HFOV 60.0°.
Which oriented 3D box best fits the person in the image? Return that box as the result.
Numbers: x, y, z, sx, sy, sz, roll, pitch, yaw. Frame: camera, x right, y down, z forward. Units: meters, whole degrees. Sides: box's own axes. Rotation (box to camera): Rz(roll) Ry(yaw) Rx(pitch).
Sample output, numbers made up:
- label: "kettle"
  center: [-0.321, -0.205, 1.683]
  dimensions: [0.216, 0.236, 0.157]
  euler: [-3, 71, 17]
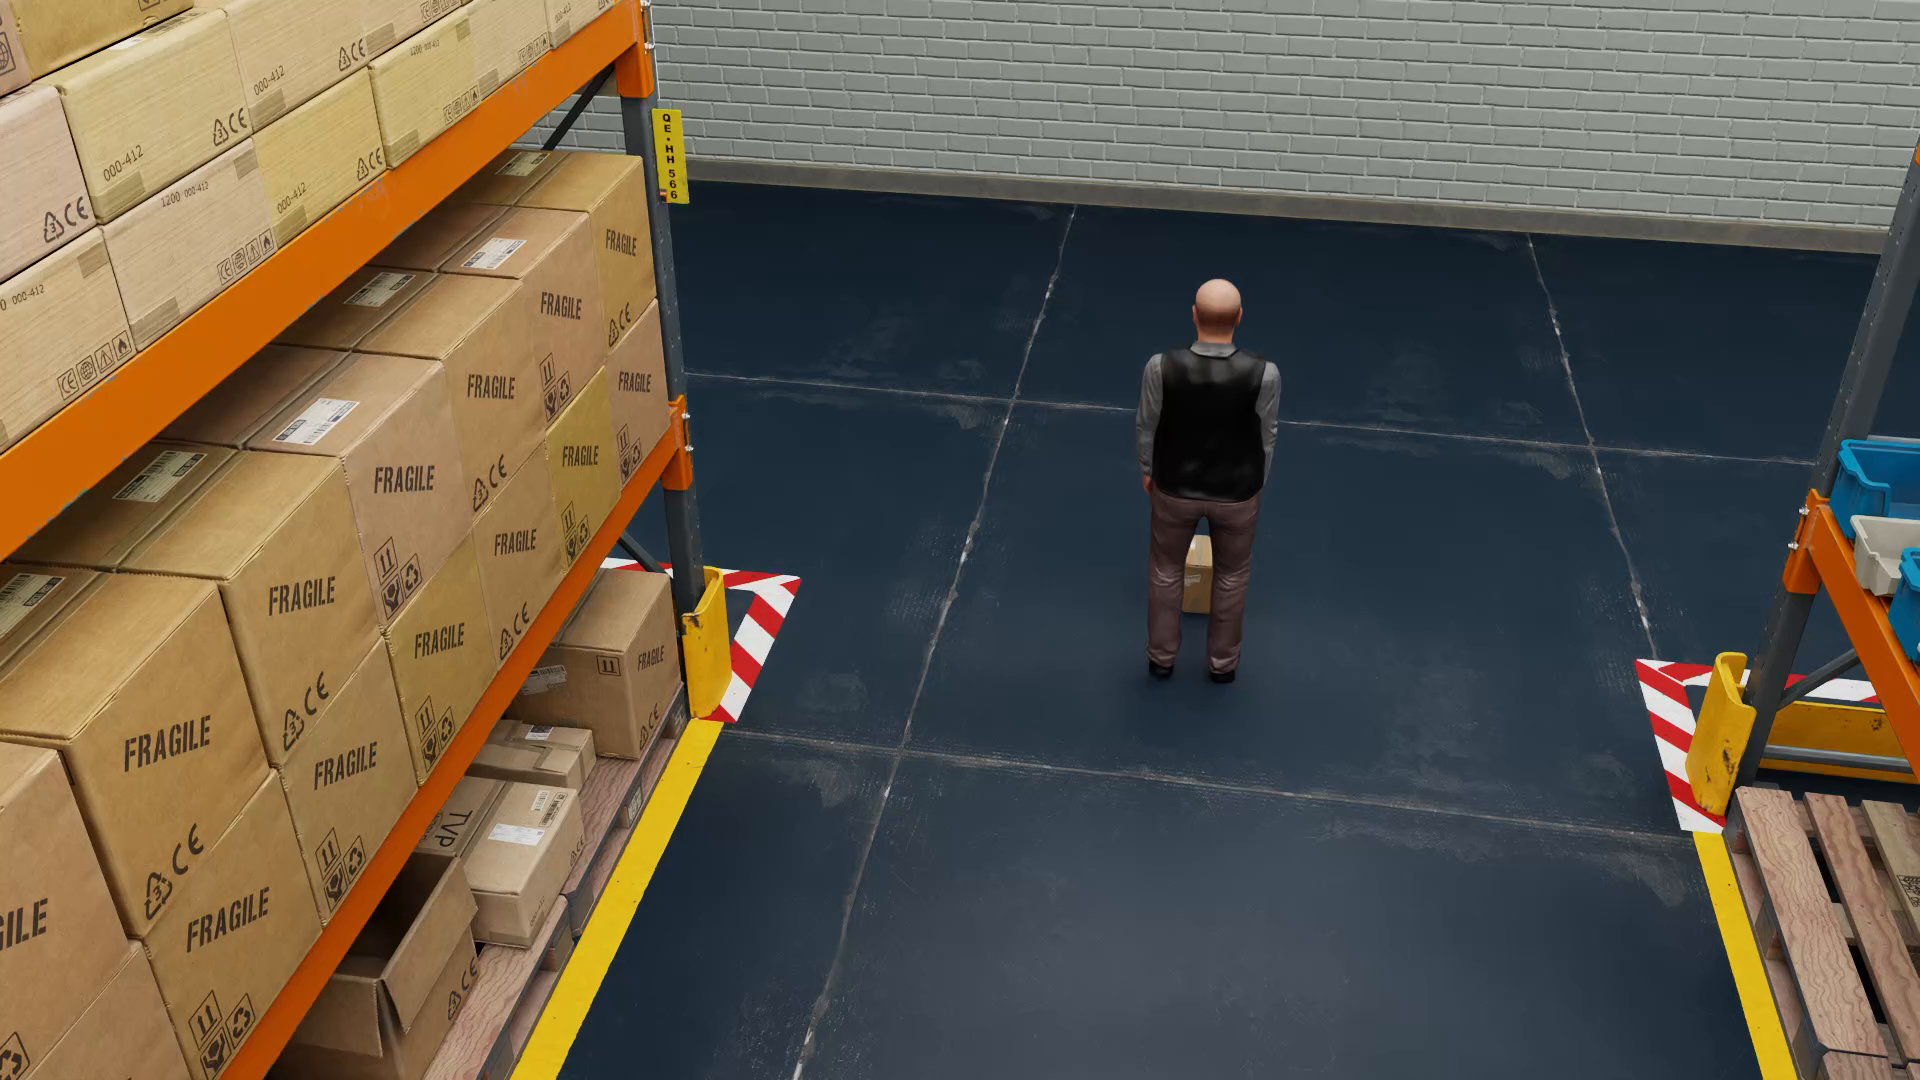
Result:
- label: "person"
  center: [0.942, -0.203, 6.506]
  dimensions: [0.538, 1.713, 0.361]
  euler: [6, 33, 9]
